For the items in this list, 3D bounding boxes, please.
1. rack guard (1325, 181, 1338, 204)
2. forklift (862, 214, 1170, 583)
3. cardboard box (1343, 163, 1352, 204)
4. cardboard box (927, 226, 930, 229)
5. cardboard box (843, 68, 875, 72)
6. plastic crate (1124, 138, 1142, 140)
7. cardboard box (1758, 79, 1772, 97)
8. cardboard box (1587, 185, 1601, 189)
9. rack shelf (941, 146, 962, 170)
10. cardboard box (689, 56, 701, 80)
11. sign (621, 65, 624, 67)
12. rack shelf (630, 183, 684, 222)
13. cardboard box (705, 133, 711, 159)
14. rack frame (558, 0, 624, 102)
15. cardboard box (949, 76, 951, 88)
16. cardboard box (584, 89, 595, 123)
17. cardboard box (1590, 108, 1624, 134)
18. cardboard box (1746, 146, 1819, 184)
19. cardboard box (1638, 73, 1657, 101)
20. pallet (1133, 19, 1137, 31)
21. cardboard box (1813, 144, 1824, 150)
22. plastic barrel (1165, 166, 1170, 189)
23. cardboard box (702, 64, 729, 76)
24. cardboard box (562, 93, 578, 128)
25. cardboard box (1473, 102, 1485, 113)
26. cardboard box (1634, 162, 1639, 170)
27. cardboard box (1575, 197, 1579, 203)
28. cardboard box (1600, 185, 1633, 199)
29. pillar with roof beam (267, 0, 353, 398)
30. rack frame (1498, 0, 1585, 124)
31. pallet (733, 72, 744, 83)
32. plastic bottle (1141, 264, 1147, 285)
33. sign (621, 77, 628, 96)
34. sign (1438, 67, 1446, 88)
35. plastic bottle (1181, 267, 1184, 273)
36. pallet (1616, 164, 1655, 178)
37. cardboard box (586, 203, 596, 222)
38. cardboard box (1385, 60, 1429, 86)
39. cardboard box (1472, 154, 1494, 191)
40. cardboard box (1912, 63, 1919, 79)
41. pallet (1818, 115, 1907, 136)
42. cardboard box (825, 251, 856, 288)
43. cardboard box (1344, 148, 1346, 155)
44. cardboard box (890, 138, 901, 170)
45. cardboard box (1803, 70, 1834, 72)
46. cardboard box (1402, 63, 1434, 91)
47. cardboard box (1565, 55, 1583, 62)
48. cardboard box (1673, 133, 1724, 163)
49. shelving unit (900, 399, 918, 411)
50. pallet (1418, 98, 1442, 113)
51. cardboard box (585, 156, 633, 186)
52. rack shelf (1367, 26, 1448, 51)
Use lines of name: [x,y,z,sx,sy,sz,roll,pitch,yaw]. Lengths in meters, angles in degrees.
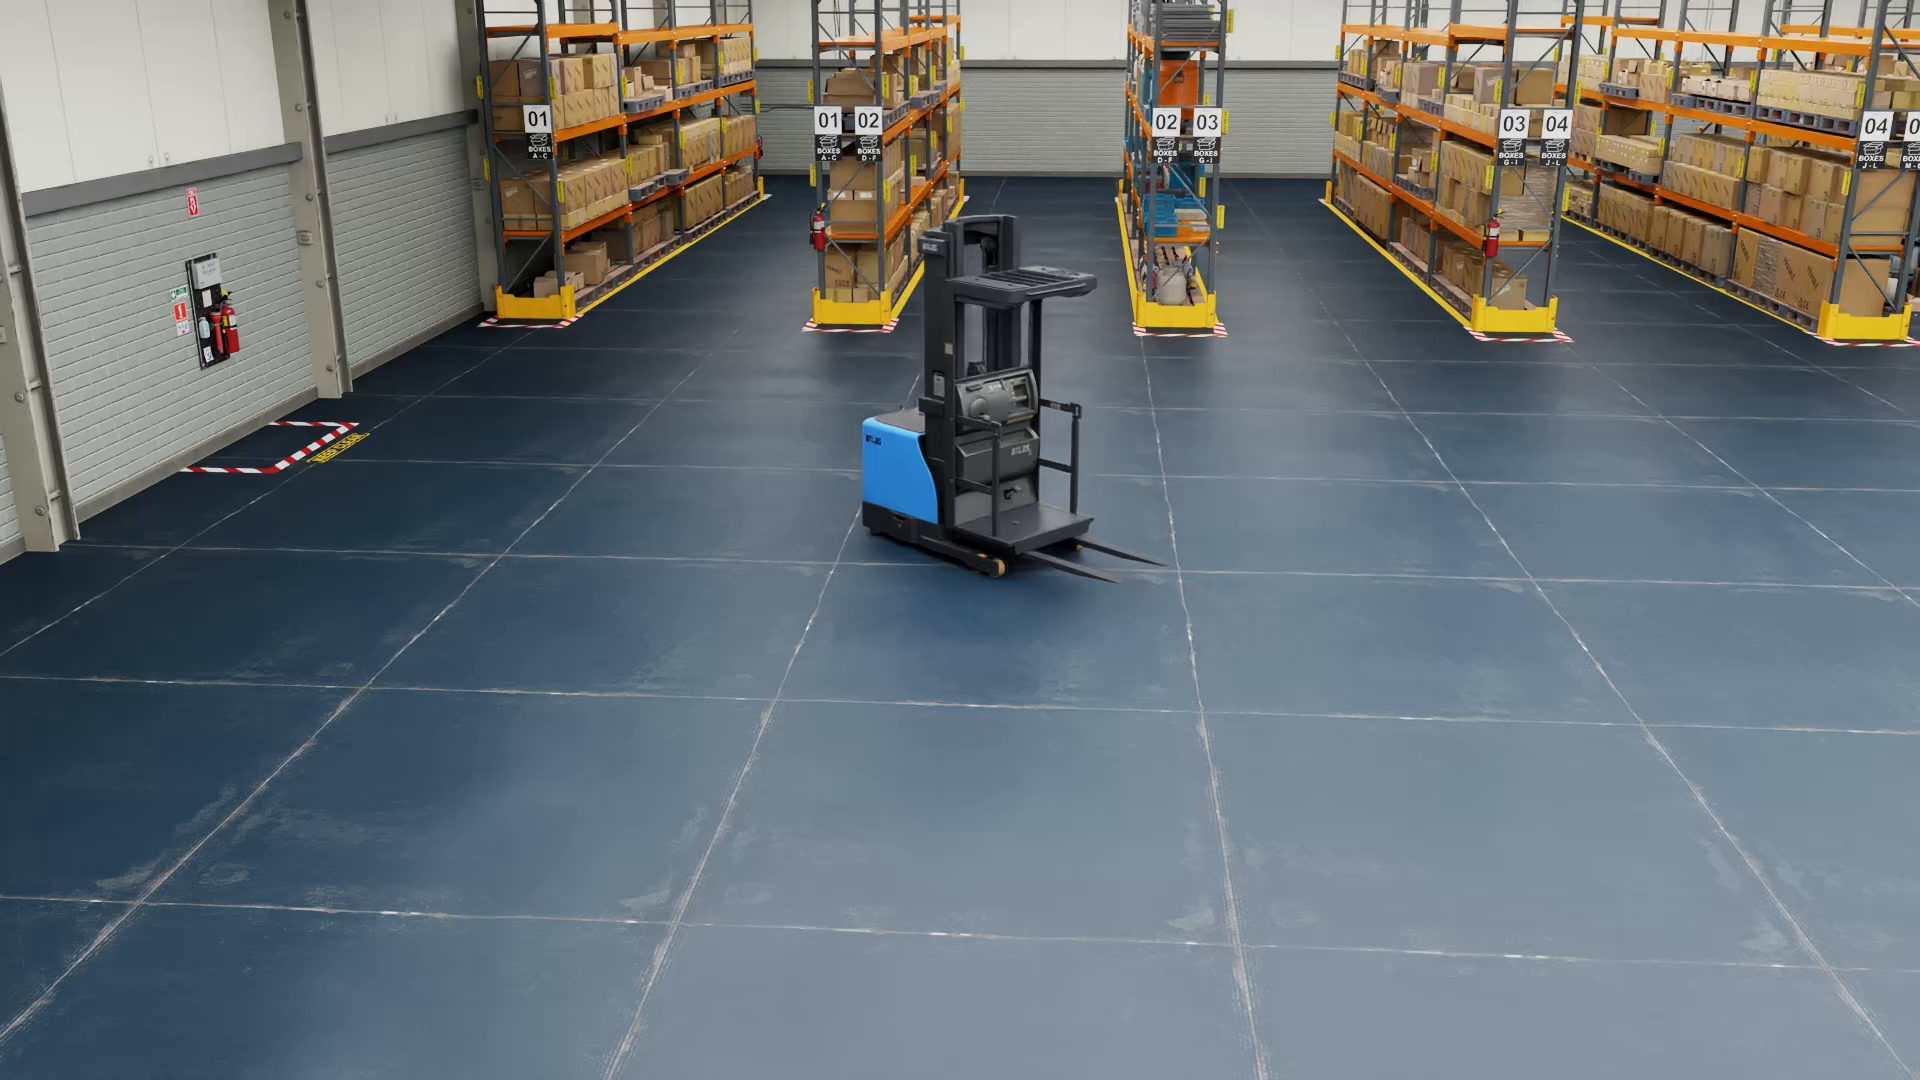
rack guard: [9.385,-8.332,39.876,1.175,0.500,0.348,1,18,4]
forklift: [0.474,-1.248,14.353,1.130,2.935,3.031,-17,24,-41]
cardboard box: [9.352,-8.219,38.255,0.875,0.875,0.875,1,18,4]
cardboard box: [-0.865,-5.974,32.407,0.500,0.250,0.500,2,18,5]
cardboard box: [-1.657,-7.596,27.739,0.500,0.500,0.500,3,18,8]
plastic crate: [4.050,-9.298,38.983,0.416,0.233,0.300,1,18,4]
cardboard box: [13.149,-7.241,26.641,0.500,0.250,0.500,1,18,4]
cardboard box: [14.396,-7.925,37.567,0.380,0.149,0.250,1,18,2]
rack shelf: [-0.641,-8.772,38.359,1.077,0.370,4.000,1,18,4]
cardboard box: [-5.898,-10.013,35.307,0.700,0.500,0.500,0,18,1]
sign: [-6.565,-9.083,32.379,0.100,0.325,0.005,1,18,4]
rack shelf: [-6.155,-6.397,31.110,1.077,0.370,4.000,1,18,4]
cardboard box: [-5.578,-8.337,35.205,0.500,0.500,0.500,1,18,4]
rack frame: [-6.299,-8.968,28.168,1.000,3.000,0.127,1,18,4]
cardboard box: [-0.462,-10.148,36.825,0.500,0.250,0.500,1,18,4]
cardboard box: [-6.188,-6.950,26.633,0.500,0.500,0.500,2,18,7]
cardboard box: [13.801,-8.944,35.485,0.500,0.500,0.500,1,18,2]
cardboard box: [13.402,-6.114,27.117,0.875,0.550,0.550,1,18,4]
cardboard box: [13.600,-8.853,32.472,0.500,0.500,0.500,1,18,4]
pallet: [3.952,-9.933,32.058,1.213,0.211,1.003,1,18,4]
cardboard box: [18.791,-8.406,35.927,0.500,0.500,0.500,1,18,3]
plastic barrel: [3.923,-6.481,29.993,0.433,0.535,0.433,0,18,0]
cardboard box: [-5.413,-10.412,36.797,0.500,0.250,0.500,1,18,4]
cardboard box: [-6.238,-6.622,25.632,0.500,0.500,0.500,2,18,8]
cardboard box: [8.046,-6.584,25.310,0.380,0.149,0.250,0,18,1]
cardboard box: [13.364,-7.287,32.399,0.380,0.149,0.250,2,18,5]
cardboard box: [13.865,-7.543,36.878,0.380,0.149,0.250,2,18,5]
cardboard box: [13.720,-7.273,34.764,0.500,0.250,0.500,0,18,1]
pillar with roof beam: [-3.534,-6.003,19.119,9.100,9.000,0.400,1,18,4]
rack frame: [8.236,-7.394,23.364,1.000,3.000,0.127,1,18,4]
pallet: [-5.566,-10.617,38.160,1.003,0.211,1.213,1,18,4]
plastic bottle: [3.054,-4.357,27.276,0.144,0.351,0.185,2,18,6]
sign: [-5.757,-7.779,28.525,0.100,0.325,0.005,1,18,4]
sign: [7.969,-7.655,27.515,0.100,0.325,0.005,1,18,4]
plastic bottle: [3.665,-4.400,27.517,0.061,0.283,0.133,1,18,4]
pallet: [13.851,-7.411,33.357,1.003,0.211,1.213,1,18,4]
cardboard box: [-6.168,-5.278,26.748,0.500,0.250,0.500,1,18,3]
cardboard box: [8.935,-9.337,33.270,0.797,0.503,0.637,1,18,3]
cardboard box: [8.059,-5.539,25.093,0.500,0.500,0.500,1,18,4]
cardboard box: [18.576,-8.791,31.609,0.700,0.500,0.500,0,18,1]
pallet: [13.219,-6.015,24.115,1.003,0.211,1.213,1,18,4]
cardboard box: [-1.903,-4.188,25.752,0.500,0.500,0.500,1,18,4]
cardboard box: [8.920,-8.813,37.731,0.380,0.149,0.250,1,18,3]
cardboard box: [-1.383,-6.534,28.130,0.700,0.500,0.500,1,18,4]
cardboard box: [13.755,-7.455,26.655,0.380,0.149,0.250,1,18,3]
cardboard box: [8.520,-8.598,30.893,0.500,0.500,0.500,1,18,4]
cardboard box: [13.945,-10.895,37.663,0.380,0.149,0.250,1,18,4]
cardboard box: [13.708,-7.269,30.852,0.700,0.500,0.500,1,18,4]
shelving unit: [-0.415,-0.808,16.027,0.215,1.050,0.252,11,21,32]
pallet: [8.745,-7.633,29.213,1.213,0.211,1.003,1,18,4]
cardboard box: [-6.228,-6.531,29.498,0.700,0.500,0.500,1,18,4]
rack shelf: [8.953,-9.968,33.017,1.077,0.370,4.000,1,18,4]
